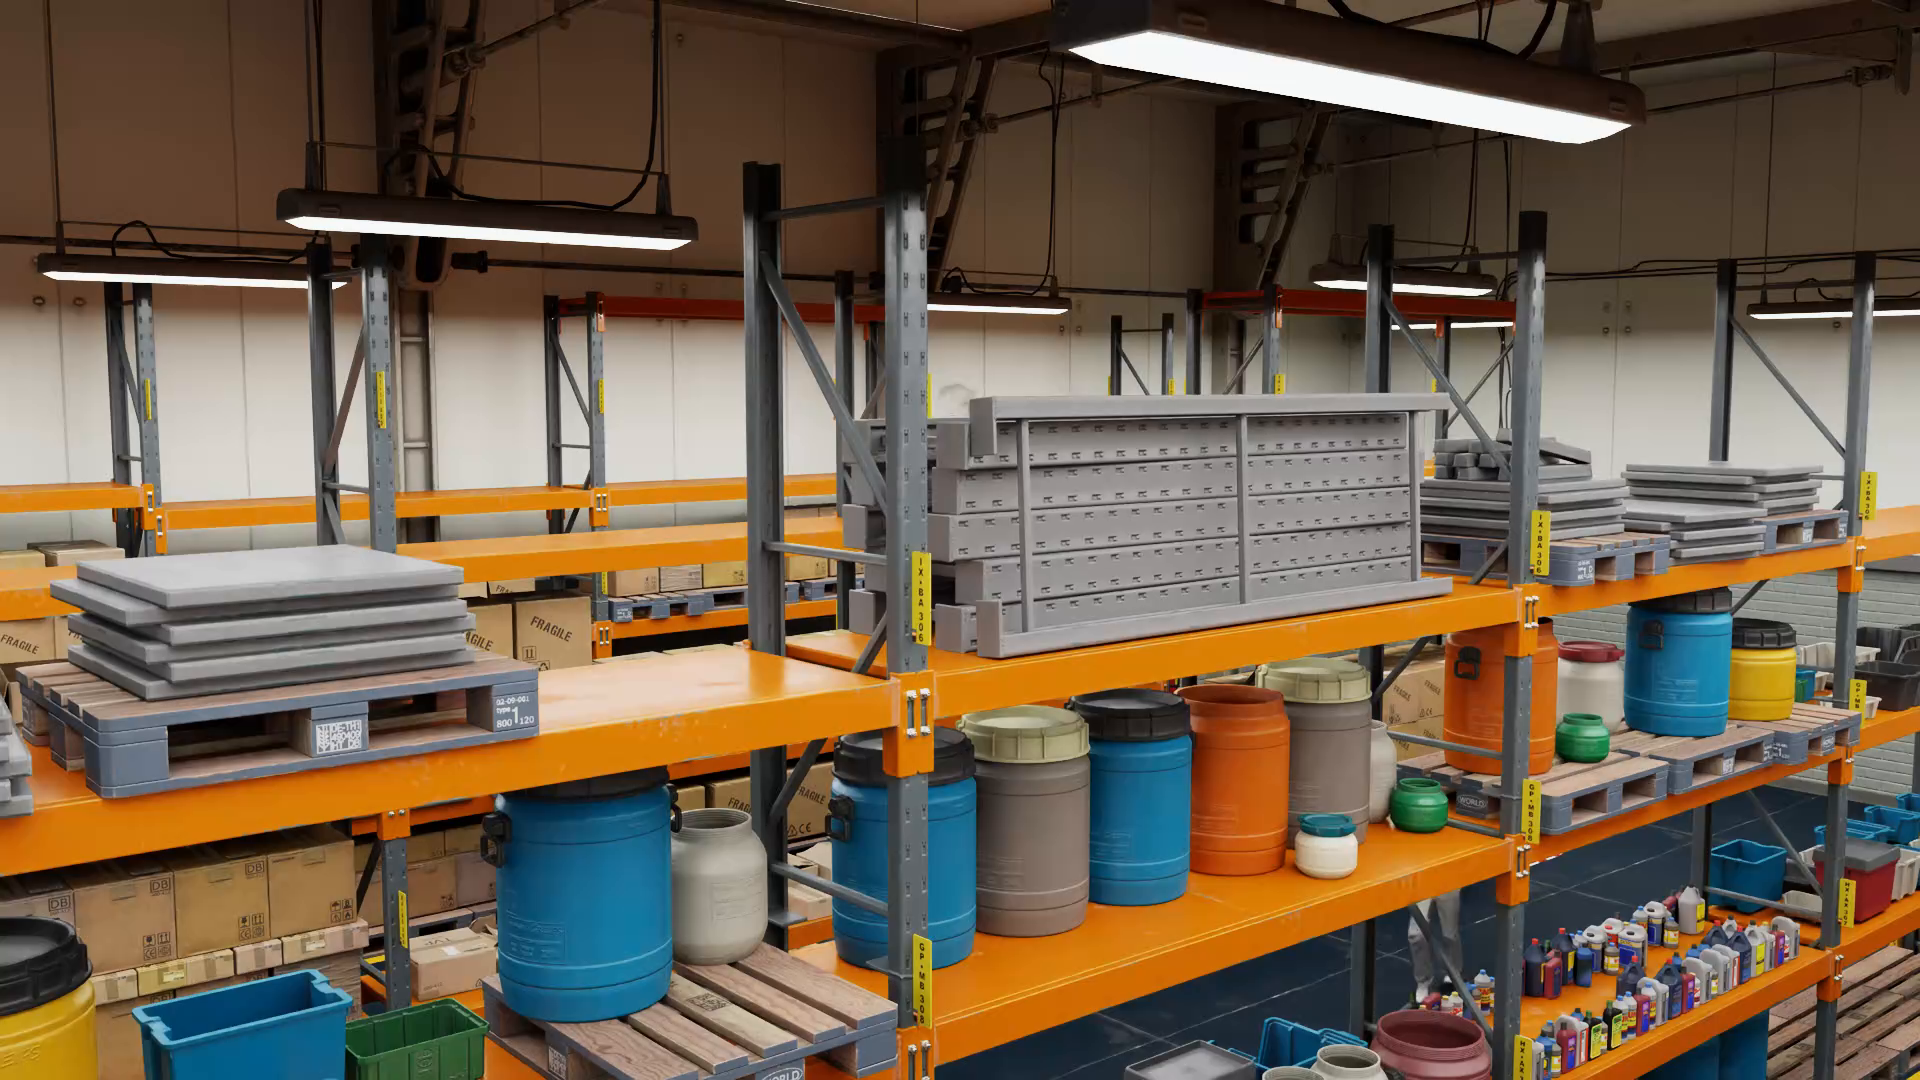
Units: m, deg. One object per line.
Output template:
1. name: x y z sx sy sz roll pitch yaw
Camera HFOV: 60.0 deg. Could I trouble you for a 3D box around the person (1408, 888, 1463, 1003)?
1. person: 4.004 2.999 13.922 0.529 1.713 0.817 4 7 37
